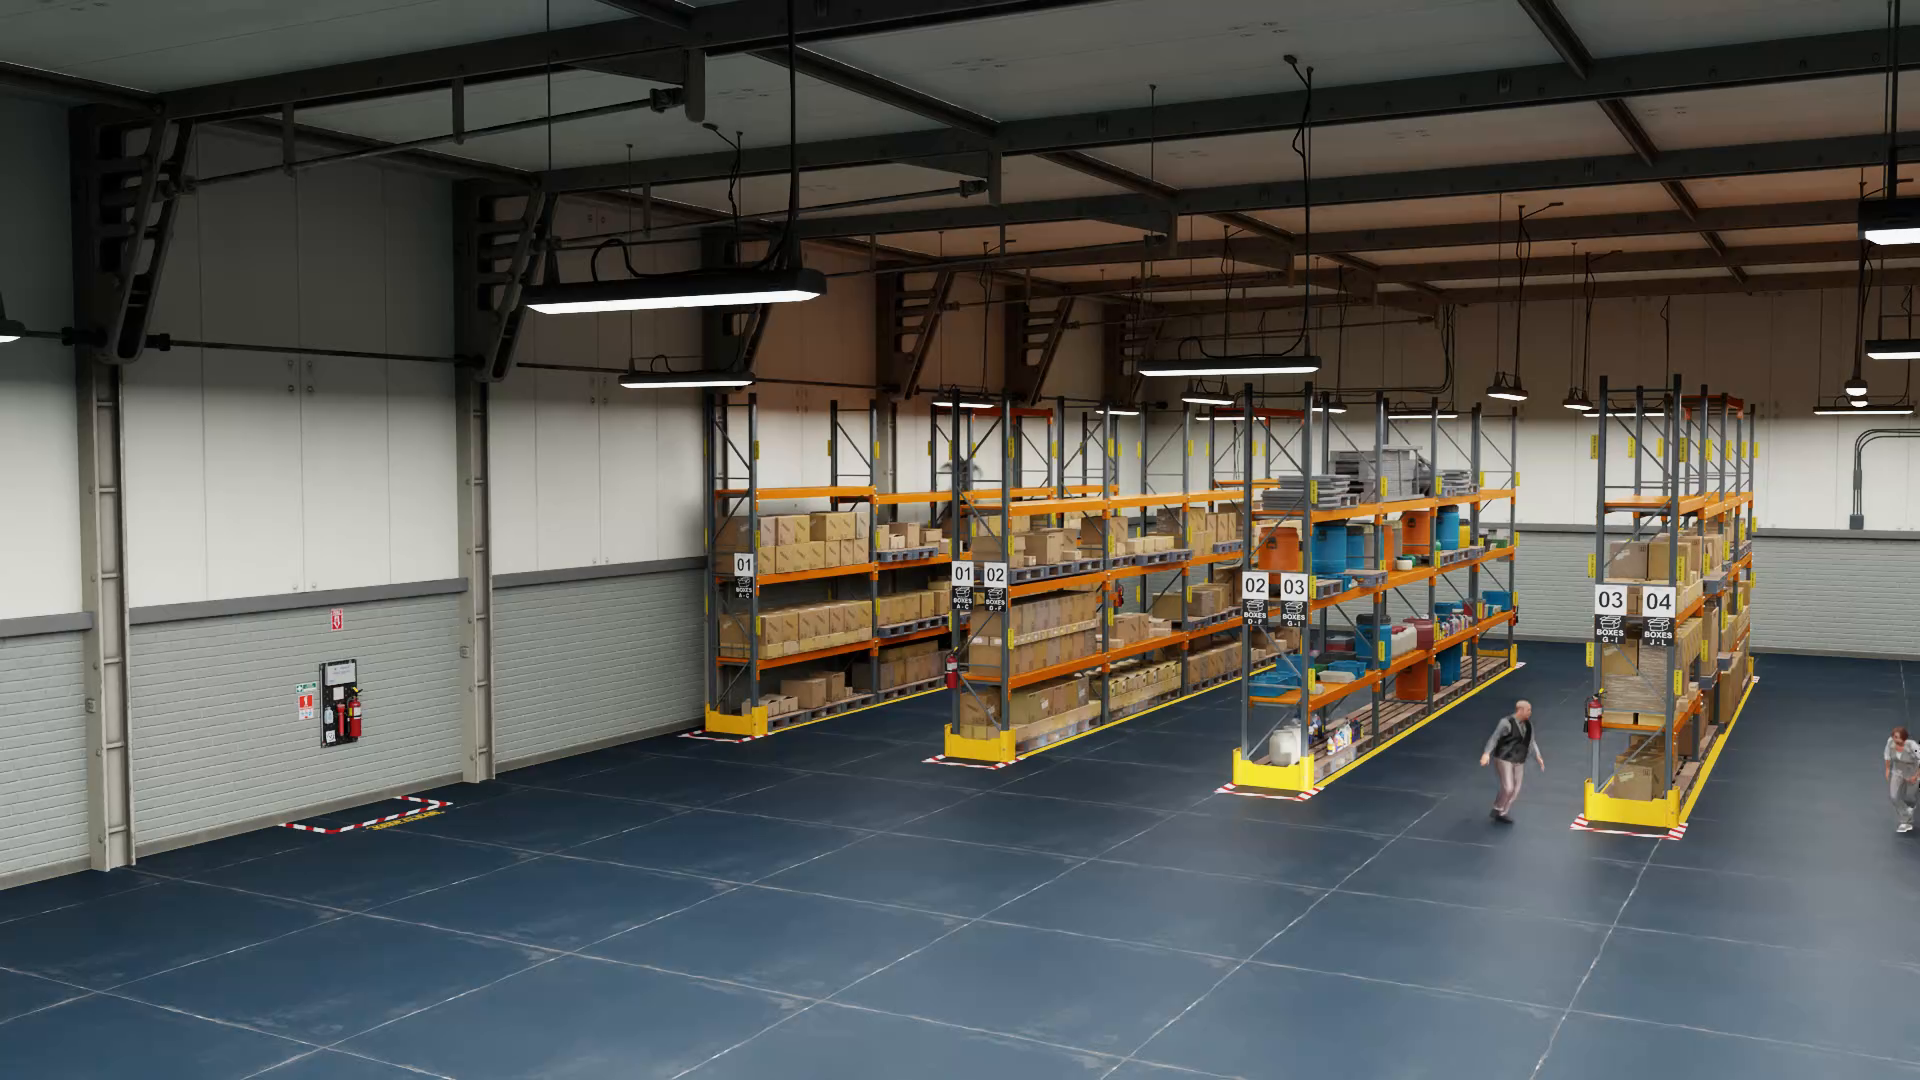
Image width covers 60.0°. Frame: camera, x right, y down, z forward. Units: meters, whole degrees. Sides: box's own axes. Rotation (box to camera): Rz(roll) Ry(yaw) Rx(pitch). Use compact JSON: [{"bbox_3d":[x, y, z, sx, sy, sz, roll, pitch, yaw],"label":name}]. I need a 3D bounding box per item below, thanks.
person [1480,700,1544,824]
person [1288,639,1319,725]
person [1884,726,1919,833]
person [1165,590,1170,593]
[{"bbox_3d":[7.382,2.965,22.205,0.679,1.680,0.603,-1,3,-25],"label":"person"},{"bbox_3d":[6.303,2.551,30.121,0.840,1.561,0.581,-1,3,-25],"label":"person"},{"bbox_3d":[12.477,3.116,21.892,0.965,1.420,0.535,-3,4,-45],"label":"person"},{"bbox_3d":[5.019,2.014,40.006,0.616,1.646,0.970,1,3,22],"label":"person"}]
